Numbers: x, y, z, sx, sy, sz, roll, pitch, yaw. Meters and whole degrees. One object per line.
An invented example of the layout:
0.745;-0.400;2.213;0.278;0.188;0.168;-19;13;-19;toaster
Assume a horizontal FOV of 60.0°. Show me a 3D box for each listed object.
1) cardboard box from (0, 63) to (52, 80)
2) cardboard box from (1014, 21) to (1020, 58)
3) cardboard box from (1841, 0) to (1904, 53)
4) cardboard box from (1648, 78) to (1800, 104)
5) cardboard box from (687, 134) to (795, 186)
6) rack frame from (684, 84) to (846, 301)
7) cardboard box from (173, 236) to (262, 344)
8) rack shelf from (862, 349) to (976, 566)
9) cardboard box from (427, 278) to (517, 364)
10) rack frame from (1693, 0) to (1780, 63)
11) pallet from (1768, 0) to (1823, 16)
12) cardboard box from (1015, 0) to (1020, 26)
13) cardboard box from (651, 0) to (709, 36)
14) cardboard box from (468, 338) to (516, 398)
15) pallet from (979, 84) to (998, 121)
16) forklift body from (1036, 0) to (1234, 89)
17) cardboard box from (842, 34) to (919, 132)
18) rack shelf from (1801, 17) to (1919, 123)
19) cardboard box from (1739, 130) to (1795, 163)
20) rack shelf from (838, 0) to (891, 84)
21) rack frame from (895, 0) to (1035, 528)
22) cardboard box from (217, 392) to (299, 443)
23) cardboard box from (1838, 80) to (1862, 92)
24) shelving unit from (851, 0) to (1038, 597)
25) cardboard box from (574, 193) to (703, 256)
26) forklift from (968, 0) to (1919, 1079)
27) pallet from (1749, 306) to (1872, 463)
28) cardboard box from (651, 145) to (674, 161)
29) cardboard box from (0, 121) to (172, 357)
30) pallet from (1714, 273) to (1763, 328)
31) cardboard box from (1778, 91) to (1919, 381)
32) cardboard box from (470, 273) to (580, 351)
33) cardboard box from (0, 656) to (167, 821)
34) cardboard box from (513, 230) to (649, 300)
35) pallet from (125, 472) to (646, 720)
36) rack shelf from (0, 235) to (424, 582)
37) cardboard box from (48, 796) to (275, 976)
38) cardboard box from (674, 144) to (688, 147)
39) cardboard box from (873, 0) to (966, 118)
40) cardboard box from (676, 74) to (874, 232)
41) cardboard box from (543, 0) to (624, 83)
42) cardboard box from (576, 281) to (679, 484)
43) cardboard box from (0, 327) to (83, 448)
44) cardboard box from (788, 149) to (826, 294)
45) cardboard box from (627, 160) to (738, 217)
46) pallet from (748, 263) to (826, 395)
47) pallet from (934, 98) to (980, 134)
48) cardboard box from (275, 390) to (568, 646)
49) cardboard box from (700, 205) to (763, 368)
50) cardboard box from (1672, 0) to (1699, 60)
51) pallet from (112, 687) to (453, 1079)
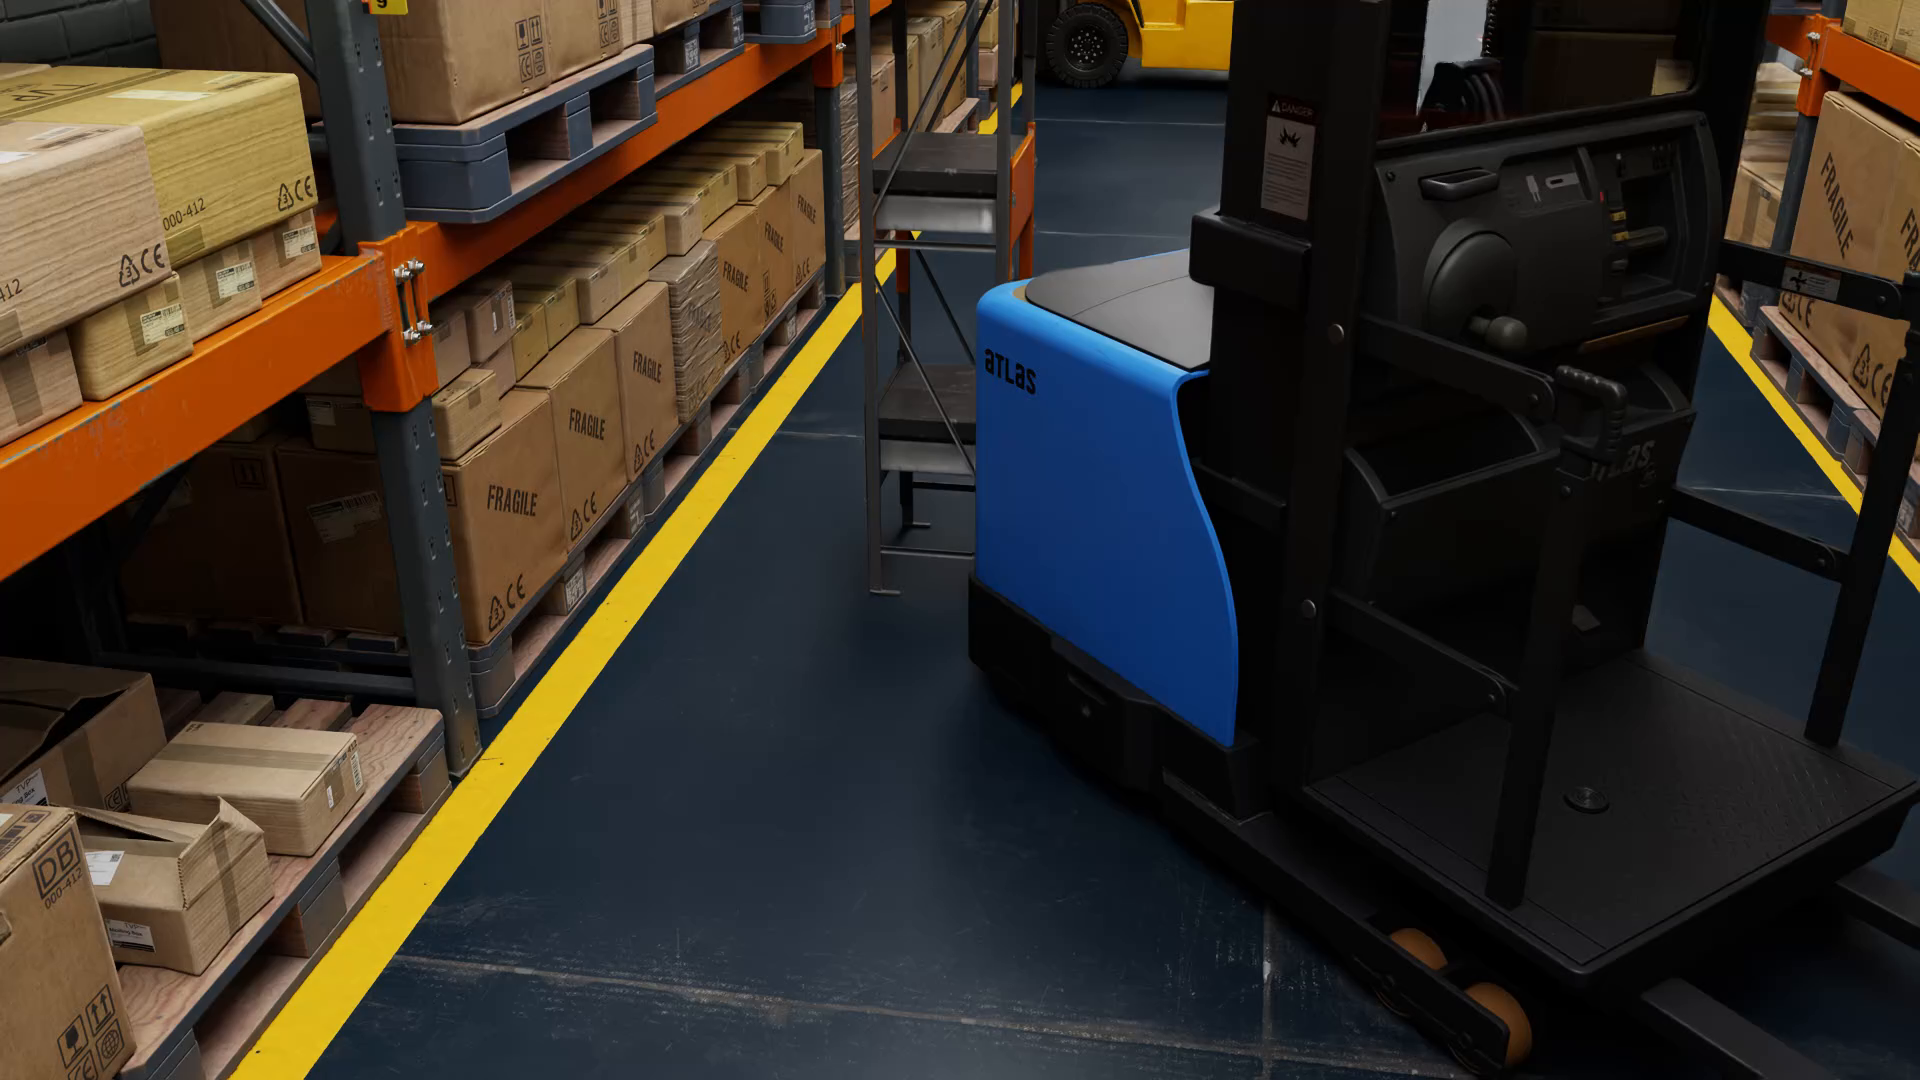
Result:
-2.031;-0.716;3.068;0.500;0.250;0.500;4;25;8;cardboard box
0.165;-3.737;12.444;0.500;0.250;0.500;4;25;9;cardboard box
3.539;-1.913;5.976;0.500;0.250;0.500;4;25;8;cardboard box
4.323;-2.321;9.275;0.950;0.372;0.625;6;26;12;cardboard box
-0.875;-1.522;6.652;0.380;0.149;0.250;3;25;6;cardboard box
-1.030;-2.511;7.076;1.000;3.000;0.127;4;25;9;rack frame
-1.508;-0.463;2.997;0.380;0.149;0.250;5;25;10;cardboard box
-0.027;-0.235;4.960;0.431;0.518;0.480;4;25;9;rack shelf
-1.368;-0.568;4.262;0.380;0.149;0.250;3;25;6;cardboard box
4.521;-3.841;9.918;1.000;3.000;0.127;4;25;9;rack frame
3.879;-2.387;7.037;1.213;0.211;1.003;4;25;9;pallet
0.181;-3.956;12.322;0.500;0.250;0.500;4;25;8;cardboard box
-1.172;-1.805;4.954;0.700;0.500;0.500;4;25;8;cardboard box
-1.394;-0.442;4.345;0.380;0.149;0.250;3;25;7;cardboard box
-0.205;-3.251;11.945;1.003;0.211;1.213;4;25;9;pallet
1.767;-4.553;12.439;2.313;2.155;1.214;4;25;9;forklift body
-0.706;-2.441;9.232;0.875;0.625;0.625;3;25;6;cardboard box
3.540;-1.006;4.710;1.077;0.370;4.000;4;25;9;rack shelf
4.082;-1.713;7.976;0.950;0.372;0.625;4;25;8;cardboard box
-0.704;-3.021;9.015;1.077;0.370;4.000;4;25;9;rack shelf
0.013;-0.984;4.875;0.400;2.100;0.015;4;25;9;rack frame
-1.908;-0.364;4.176;0.380;0.149;0.250;3;25;6;cardboard box
6.038;-3.064;11.204;0.500;0.500;0.500;-20;32;-36;cardboard box
-0.027;-0.882;4.657;0.431;2.100;0.503;4;25;9;shelving unit
-1.106;-1.086;5.720;0.380;0.149;0.250;3;25;6;cardboard box
1.249;-0.557;2.982;1.130;2.935;3.031;-15;29;-30;forklift
3.664;-0.581;6.242;1.003;0.211;1.213;4;25;9;pallet
-1.423;-1.666;6.959;0.380;0.149;0.250;5;26;11;cardboard box
-1.594;-0.464;2.529;0.500;0.250;0.500;4;25;9;cardboard box
3.996;-1.232;7.633;1.003;0.211;1.213;4;25;9;pallet
3.672;-1.113;6.101;0.875;0.875;0.875;4;25;8;cardboard box
-1.332;-0.666;4.823;0.380;0.149;0.250;4;25;8;cardboard box
-2.025;0.450;3.427;0.500;0.311;0.500;5;26;10;cardboard box
-1.211;-0.872;5.262;0.380;0.149;0.250;5;26;10;cardboard box
-1.589;0.082;4.825;1.003;0.211;1.213;4;25;9;pallet
-2.011;0.324;1.867;1.077;0.370;4.000;4;25;9;rack shelf
-1.544;0.613;3.132;0.396;0.266;0.258;5;26;10;cardboard box
-1.376;-1.412;7.181;0.500;0.500;0.500;5;26;10;cardboard box
-0.451;-3.079;10.596;0.875;0.625;0.625;5;26;11;cardboard box
-0.915;-1.885;8.045;0.875;0.625;0.625;5;26;10;cardboard box
-1.300;-1.477;4.253;0.700;0.500;0.500;4;25;9;cardboard box
-1.220;-0.514;5.264;0.500;0.500;0.500;3;25;7;cardboard box
-1.596;-0.245;2.531;0.380;0.149;0.250;5;25;10;cardboard box
-0.887;-1.377;7.107;0.500;0.500;0.500;5;26;10;cardboard box
-1.050;-1.308;6.194;0.380;0.149;0.250;5;26;10;cardboard box
-1.190;-0.938;7.005;1.003;0.211;1.213;4;25;9;pallet
-0.459;-2.610;10.577;1.003;0.211;1.213;4;25;9;pallet
-1.383;-0.083;4.341;0.500;0.500;0.500;5;26;11;cardboard box
-1.062;-0.949;6.193;0.500;0.500;0.500;5;26;11;cardboard box
4.884;-3.354;10.740;0.500;0.500;0.500;5;26;11;cardboard box
-1.797;0.712;3.479;1.003;0.211;1.213;4;25;9;pallet
